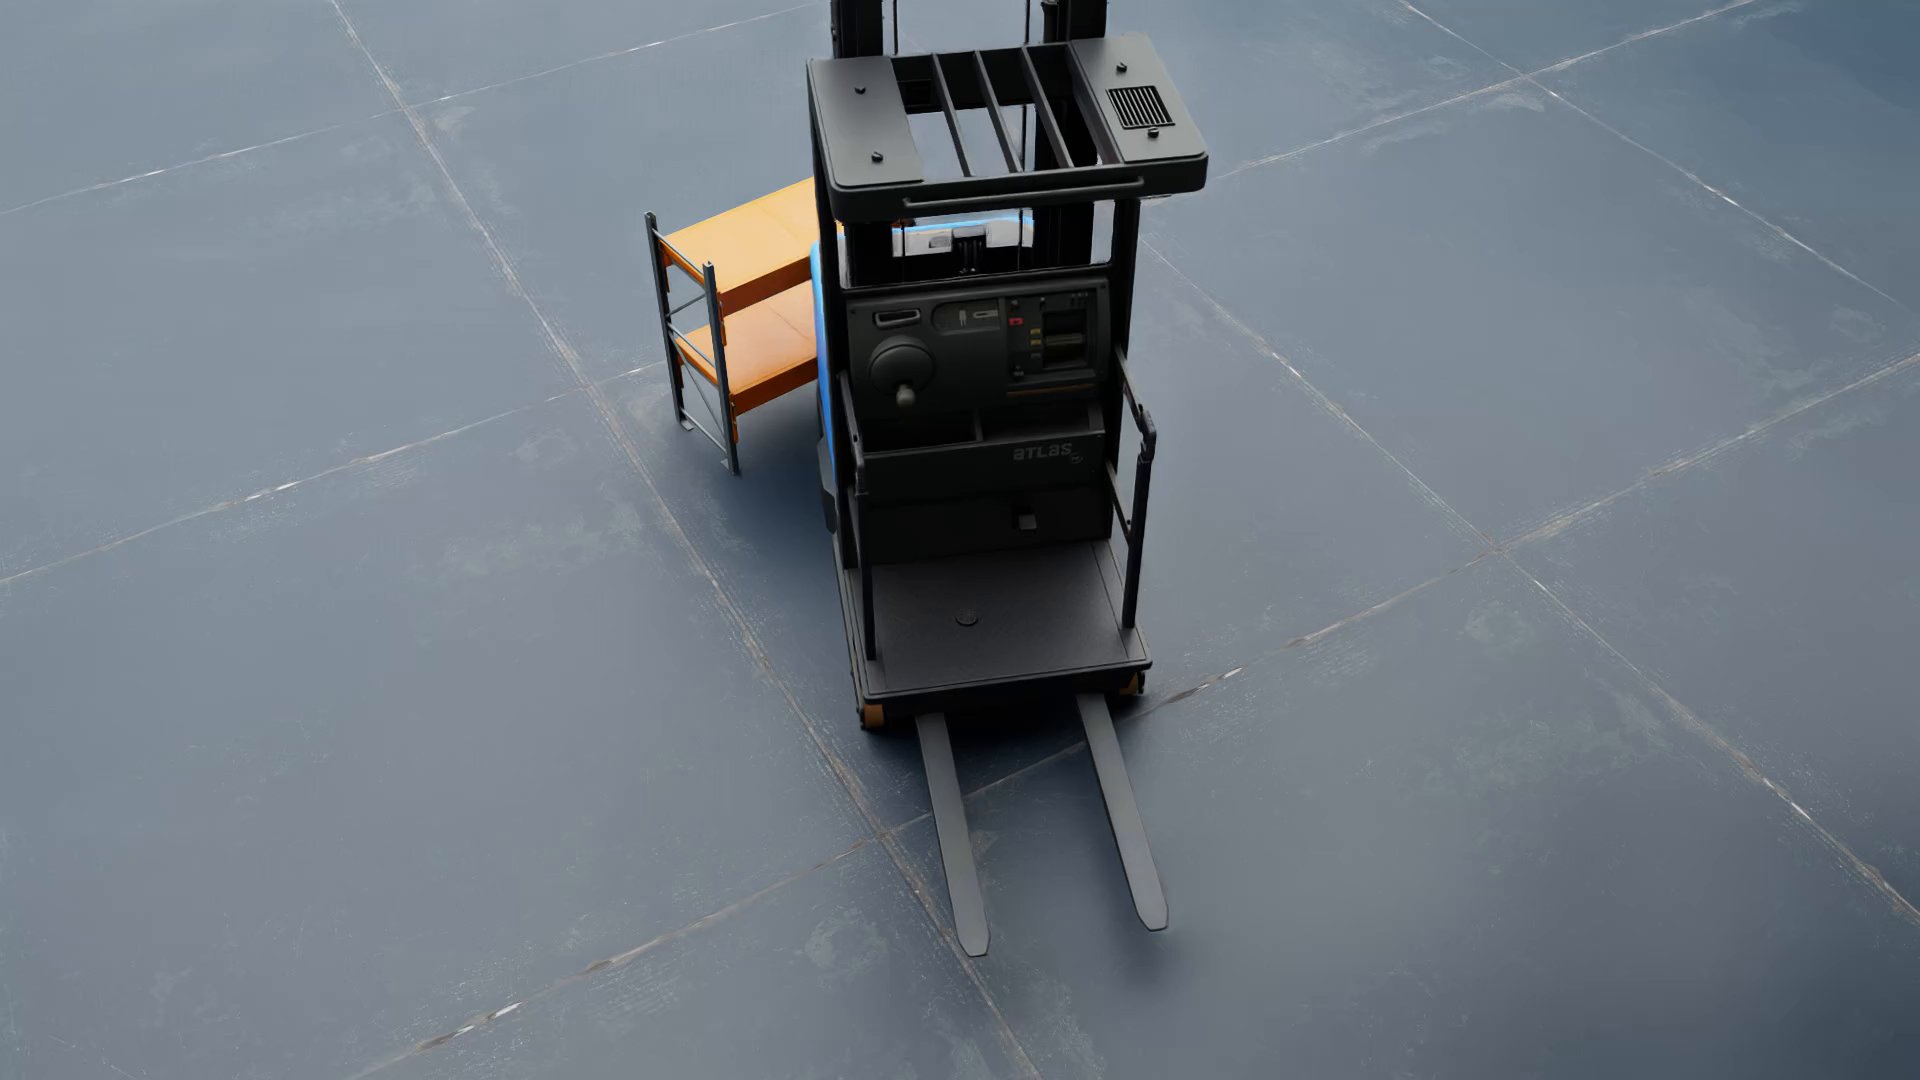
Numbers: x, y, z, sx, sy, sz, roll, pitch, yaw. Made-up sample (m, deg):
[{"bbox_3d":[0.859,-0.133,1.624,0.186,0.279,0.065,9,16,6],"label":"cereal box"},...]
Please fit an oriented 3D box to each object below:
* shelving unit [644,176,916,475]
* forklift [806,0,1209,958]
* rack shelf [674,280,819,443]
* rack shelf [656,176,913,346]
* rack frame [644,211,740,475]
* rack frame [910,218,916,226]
[{"bbox_3d":[-0.761,-1.058,7.462,1.048,1.125,0.538,-29,51,-26],"label":"shelving unit"},{"bbox_3d":[0.108,-0.602,5.695,1.130,2.935,3.031,-7,45,-7],"label":"forklift"},{"bbox_3d":[-0.761,-0.883,7.632,1.000,0.278,0.538,-29,51,-26],"label":"rack shelf"},{"bbox_3d":[-0.761,-1.268,7.258,1.000,0.278,0.538,-29,51,-26],"label":"rack shelf"},{"bbox_3d":[-1.160,-0.839,7.236,0.032,1.125,0.500,-29,51,-26],"label":"rack frame"},{"bbox_3d":[-0.362,-1.277,7.688,0.032,1.125,0.500,-29,51,-26],"label":"rack frame"}]
